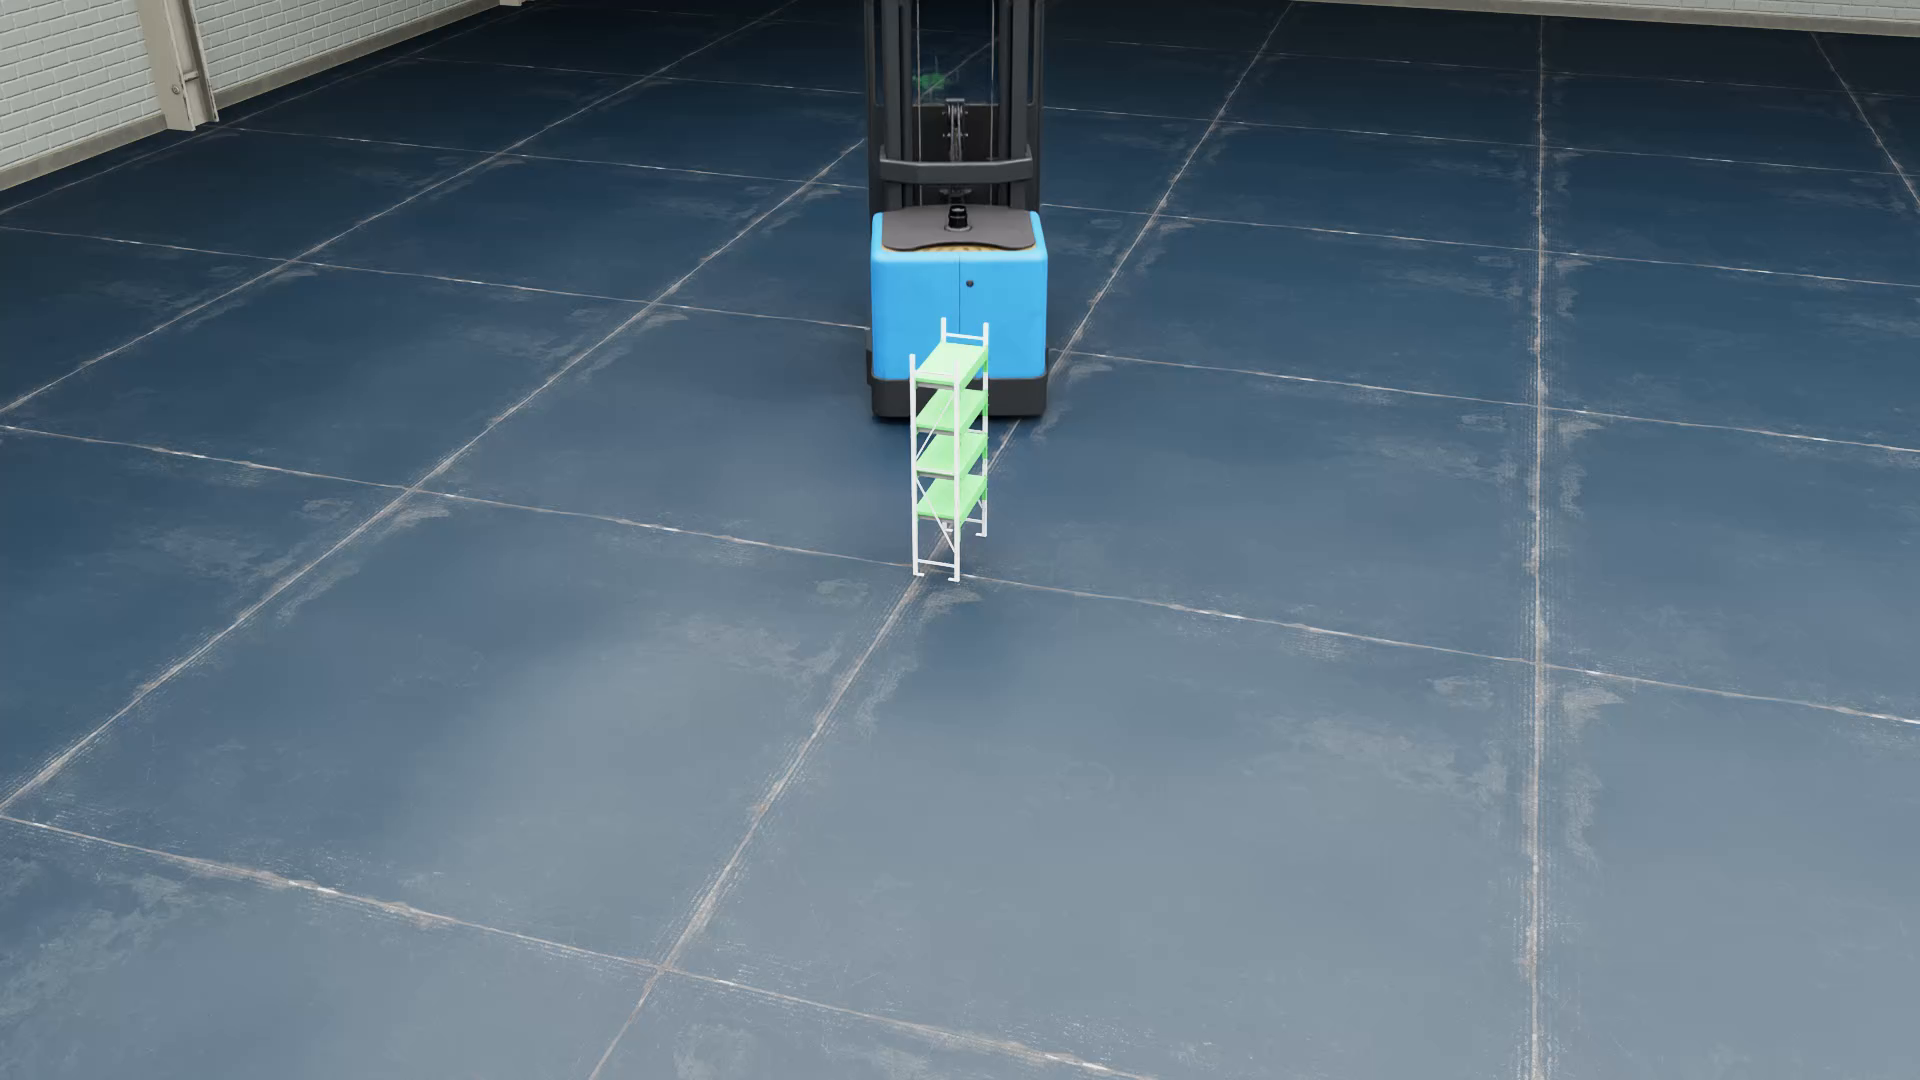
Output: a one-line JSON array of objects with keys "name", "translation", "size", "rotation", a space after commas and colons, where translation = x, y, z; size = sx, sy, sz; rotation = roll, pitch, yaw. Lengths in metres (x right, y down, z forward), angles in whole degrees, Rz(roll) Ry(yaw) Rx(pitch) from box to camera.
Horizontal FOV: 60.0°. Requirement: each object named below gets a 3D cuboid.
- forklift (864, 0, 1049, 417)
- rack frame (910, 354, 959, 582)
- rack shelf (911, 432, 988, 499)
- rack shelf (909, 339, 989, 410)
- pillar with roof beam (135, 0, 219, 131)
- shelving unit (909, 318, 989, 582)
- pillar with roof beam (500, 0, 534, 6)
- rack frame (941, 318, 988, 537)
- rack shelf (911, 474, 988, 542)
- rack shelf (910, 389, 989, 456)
[{"name": "forklift", "translation": [-0.044, -2.693, 10.576], "size": [1.130, 2.935, 3.031], "rotation": [-1, 29, -1]}, {"name": "rack frame", "translation": [-0.120, -0.334, 8.116], "size": [0.240, 1.200, 0.015], "rotation": [8, 30, 15]}, {"name": "rack shelf", "translation": [-0.049, -0.392, 8.351], "size": [0.258, 0.148, 0.480], "rotation": [8, 30, 15]}, {"name": "rack shelf", "translation": [-0.049, -0.811, 8.118], "size": [0.258, 0.148, 0.480], "rotation": [8, 30, 15]}, {"name": "pillar with roof beam", "translation": [-3.218, -7.289, 12.597], "size": [9.100, 9.000, 0.400], "rotation": [8, 30, 15]}, {"name": "shelving unit", "translation": [-0.049, -0.447, 8.320], "size": [0.258, 1.200, 0.503], "rotation": [8, 30, 15]}, {"name": "pillar with roof beam", "translation": [-1.457, -10.078, 17.609], "size": [9.100, 9.000, 0.400], "rotation": [8, 30, 15]}, {"name": "rack frame", "translation": [0.023, -0.561, 8.524], "size": [0.240, 1.200, 0.015], "rotation": [8, 30, 15]}, {"name": "rack shelf", "translation": [-0.049, -0.182, 8.468], "size": [0.258, 0.148, 0.480], "rotation": [8, 30, 15]}, {"name": "rack shelf", "translation": [-0.049, -0.601, 8.234], "size": [0.258, 0.148, 0.480], "rotation": [8, 30, 15]}]
